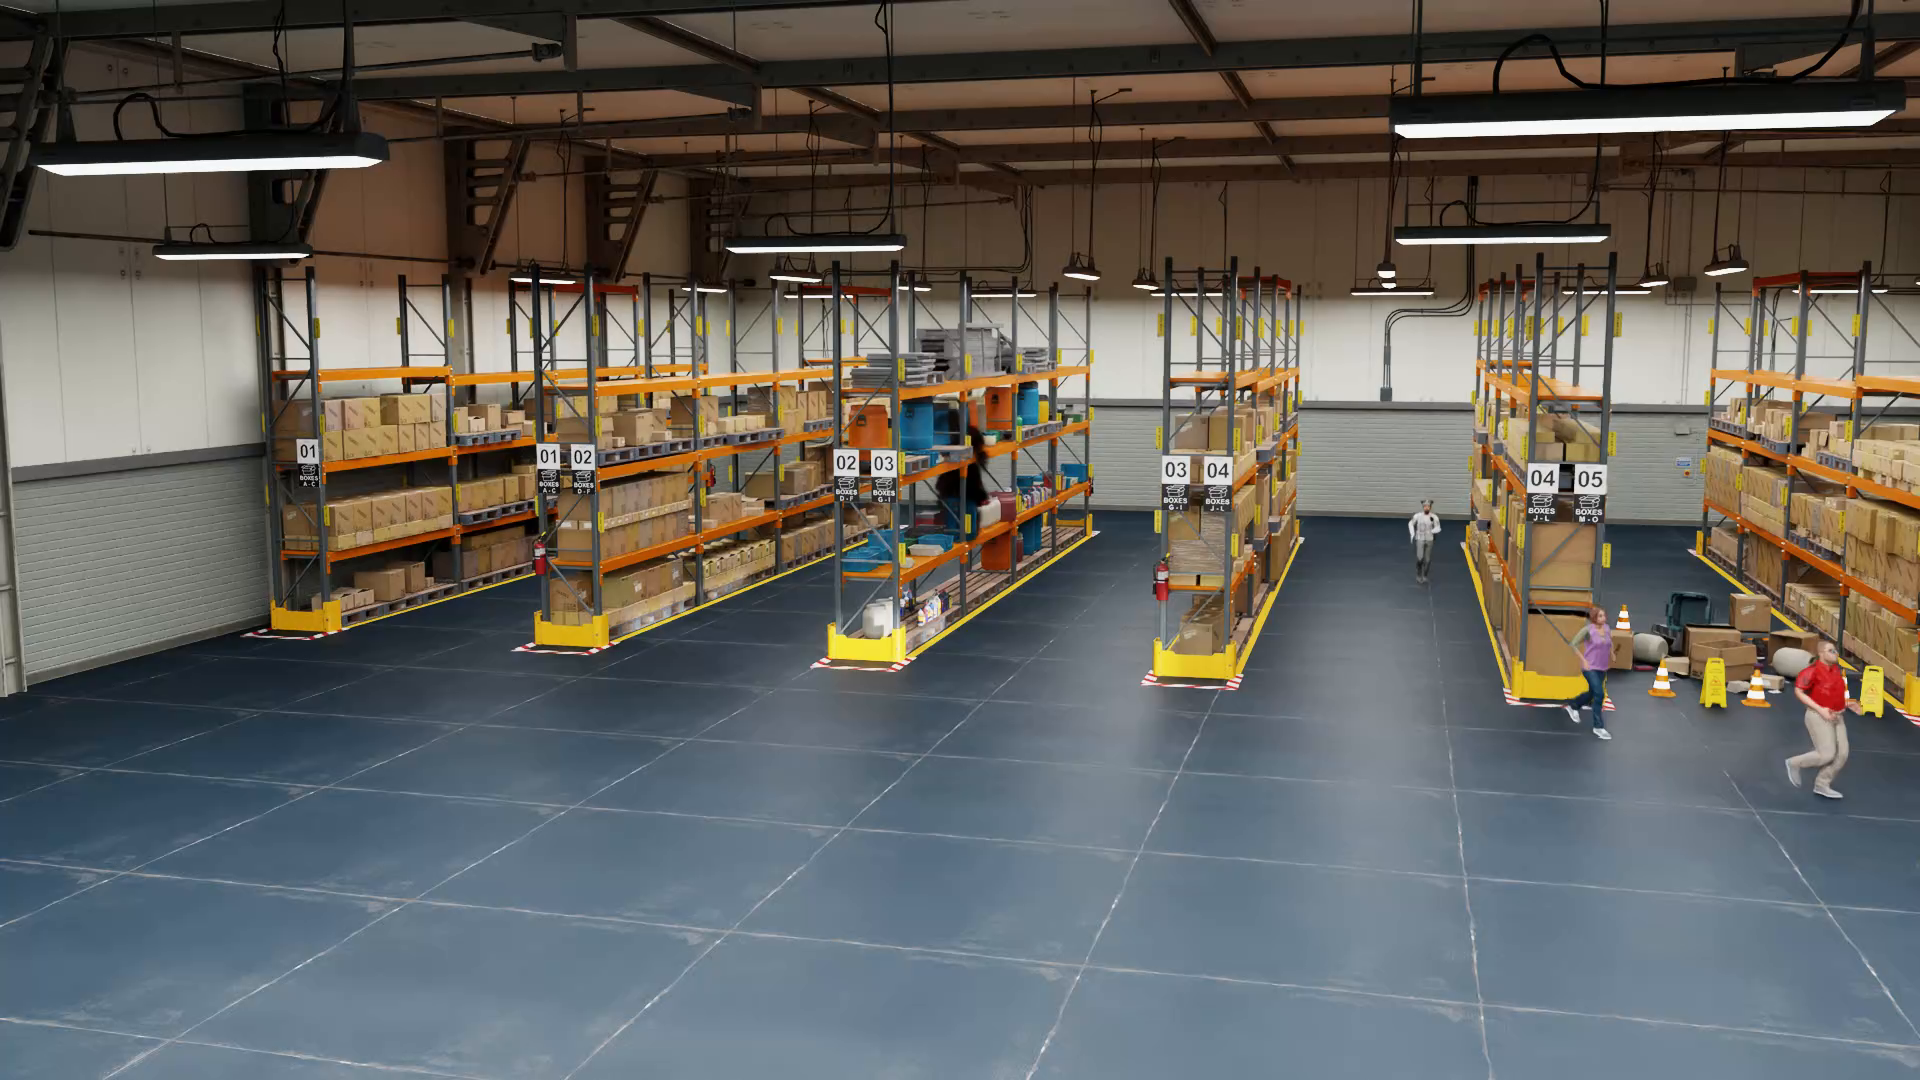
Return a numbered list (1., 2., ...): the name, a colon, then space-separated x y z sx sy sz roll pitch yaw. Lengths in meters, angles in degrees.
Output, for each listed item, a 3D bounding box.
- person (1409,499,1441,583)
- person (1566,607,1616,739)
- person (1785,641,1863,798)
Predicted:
1. person: 9.130 0.024 32.659 0.592 1.671 0.634 1 7 11
2. person: 7.817 1.600 20.592 0.533 1.603 0.792 -3 8 -22
3. person: 9.266 1.919 17.847 0.661 1.666 0.627 -4 8 -29
